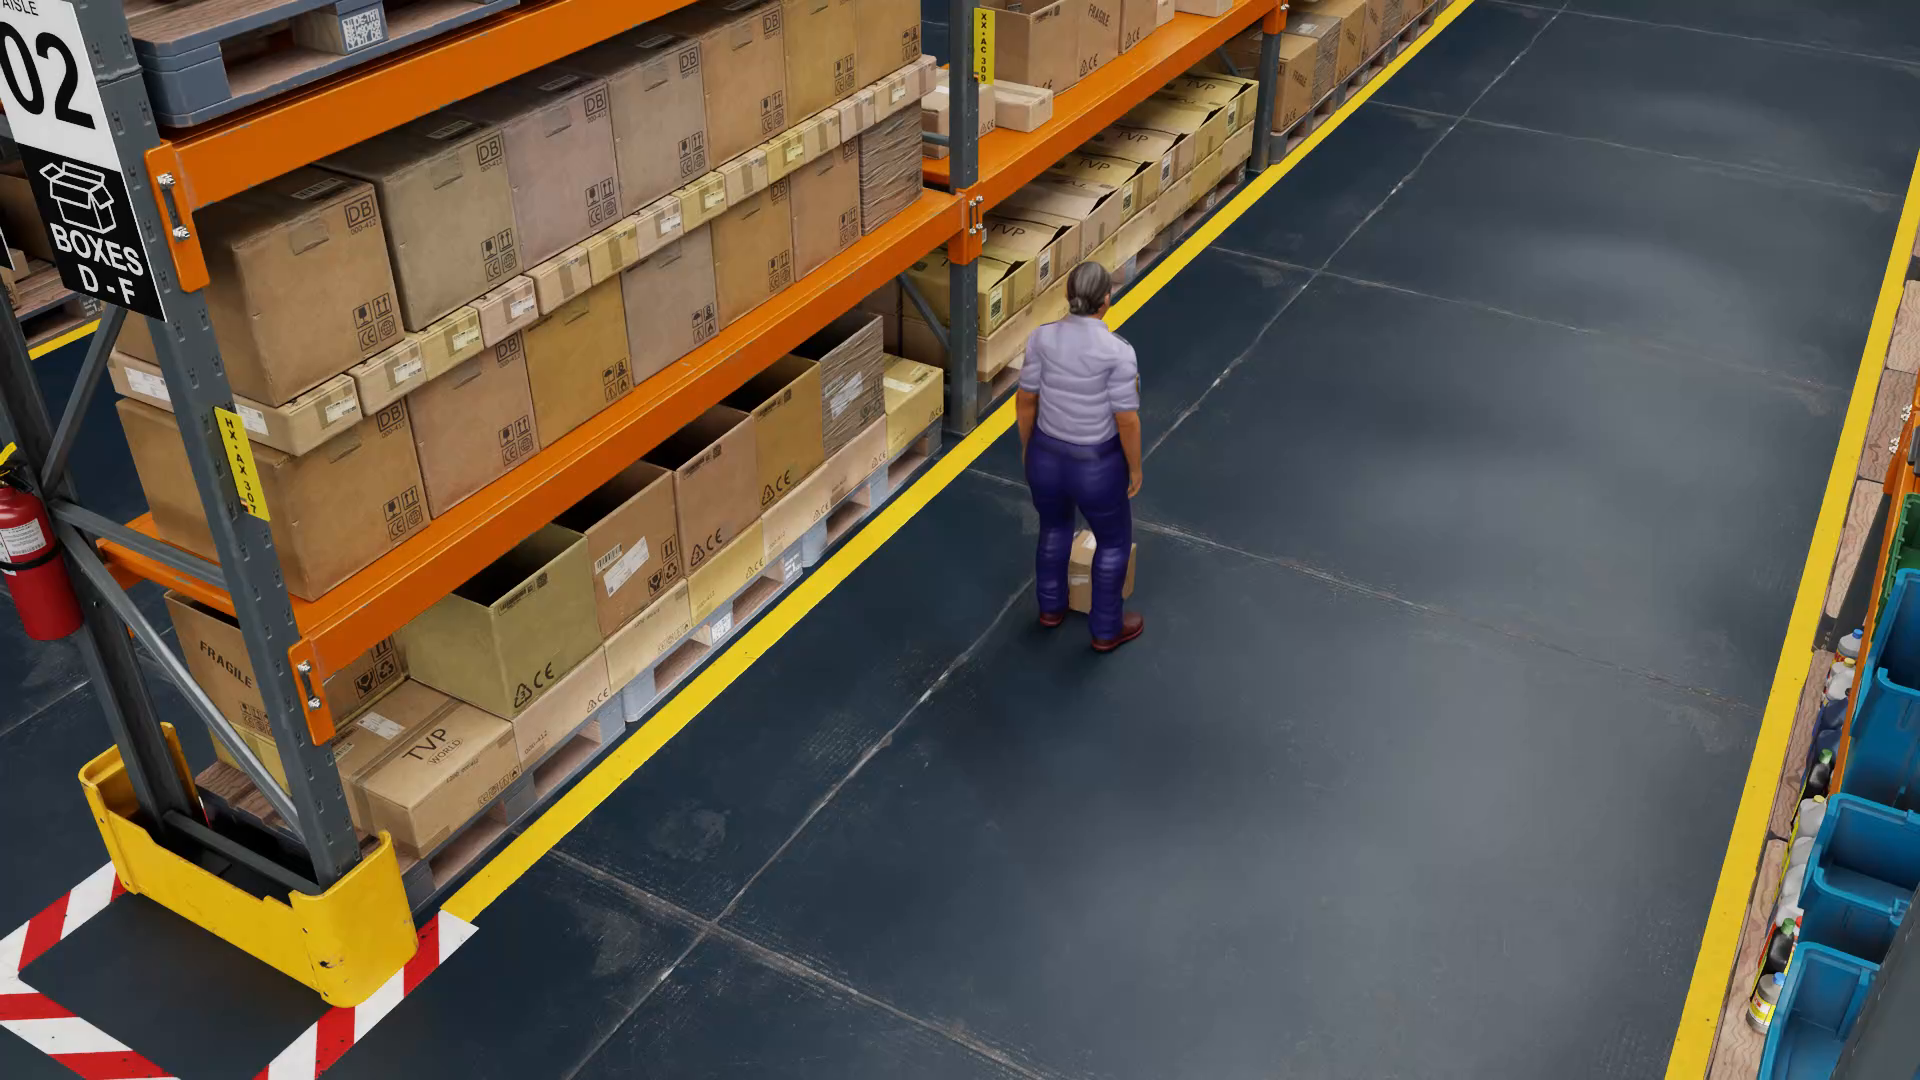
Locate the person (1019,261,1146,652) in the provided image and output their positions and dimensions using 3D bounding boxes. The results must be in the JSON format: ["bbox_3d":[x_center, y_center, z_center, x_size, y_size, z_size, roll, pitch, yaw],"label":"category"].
[{"bbox_3d":[0.496,-0.322,6.621,0.538,1.652,0.413,18,38,25],"label":"person"}]
